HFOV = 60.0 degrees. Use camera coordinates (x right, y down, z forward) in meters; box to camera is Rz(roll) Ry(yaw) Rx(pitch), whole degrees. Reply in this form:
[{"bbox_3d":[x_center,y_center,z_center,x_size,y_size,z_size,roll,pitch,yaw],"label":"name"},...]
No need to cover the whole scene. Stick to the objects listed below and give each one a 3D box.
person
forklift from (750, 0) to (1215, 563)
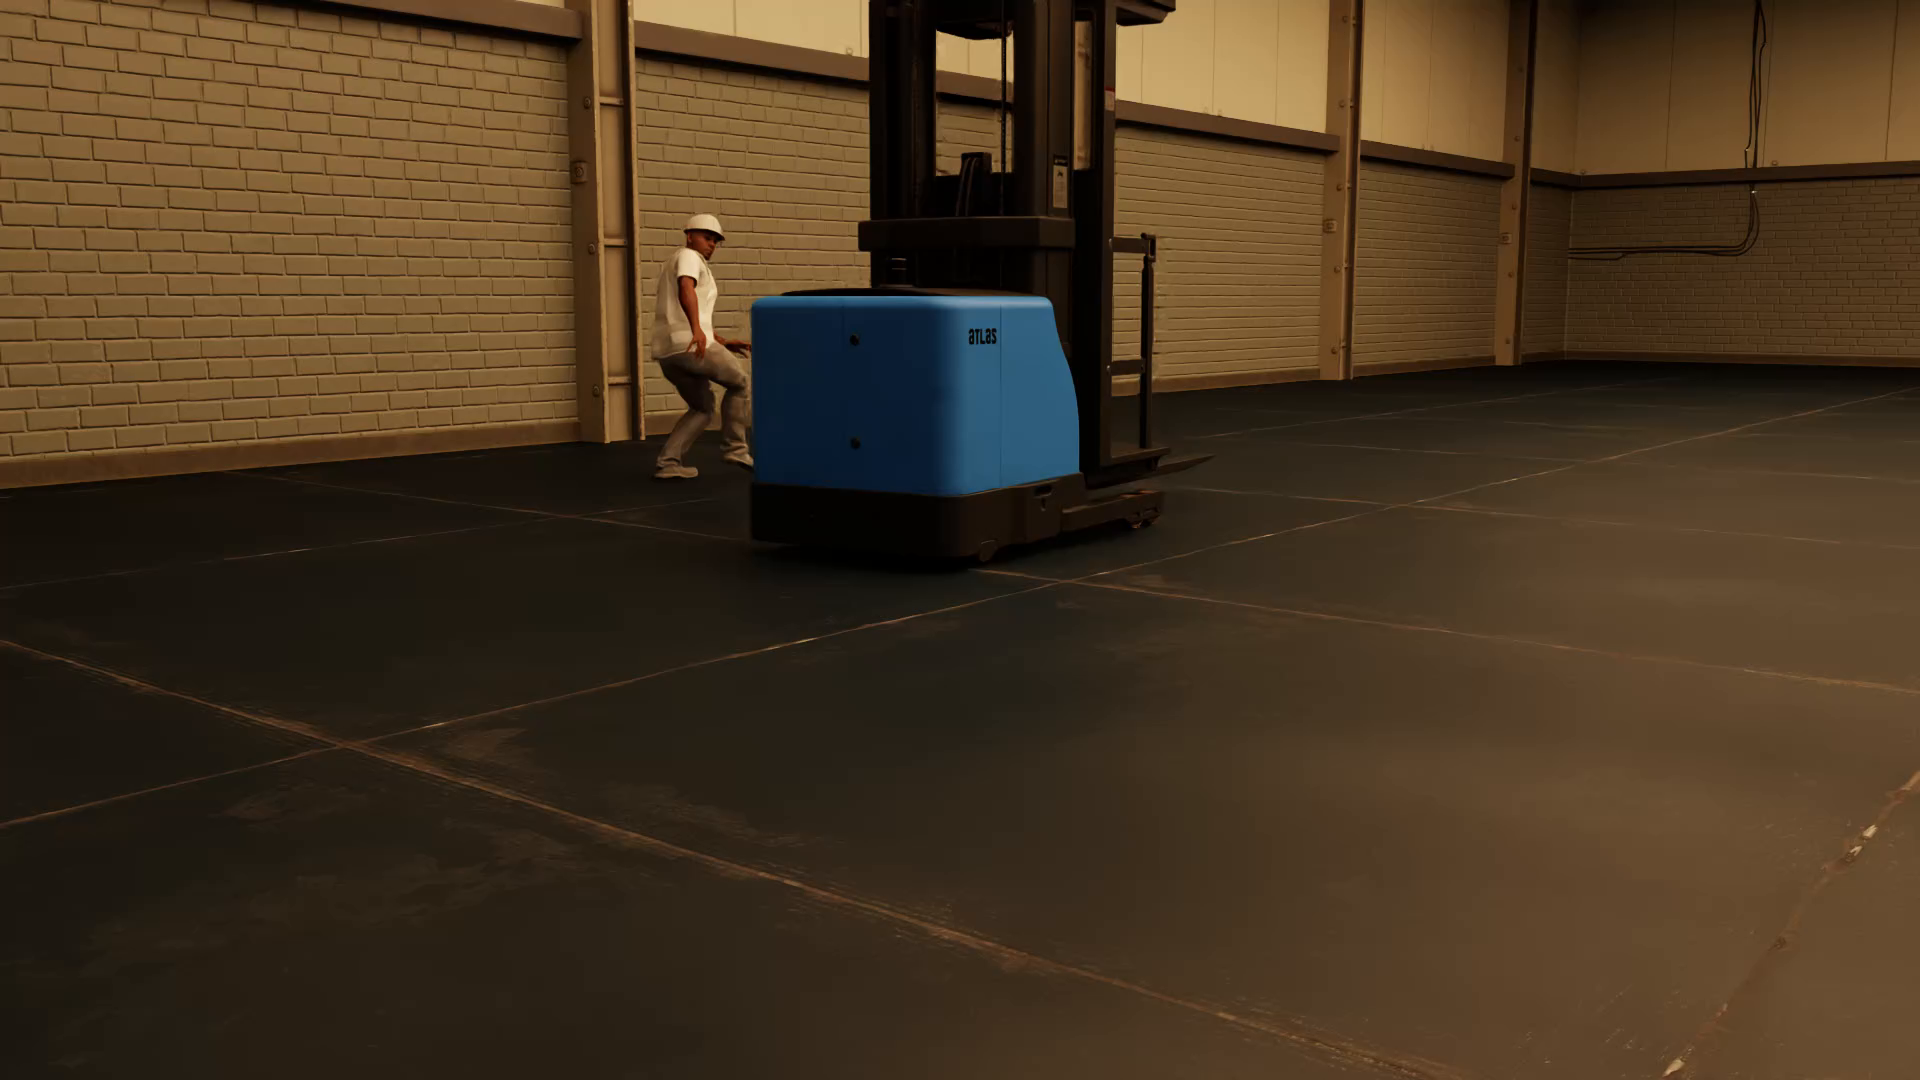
[{"bbox_3d":[-1.460,-1.140,9.861,0.814,1.570,0.806,-7,11,-40],"label":"person"},{"bbox_3d":[0.317,-1.531,7.744,1.130,2.935,3.031,5,10,31],"label":"forklift"}]
